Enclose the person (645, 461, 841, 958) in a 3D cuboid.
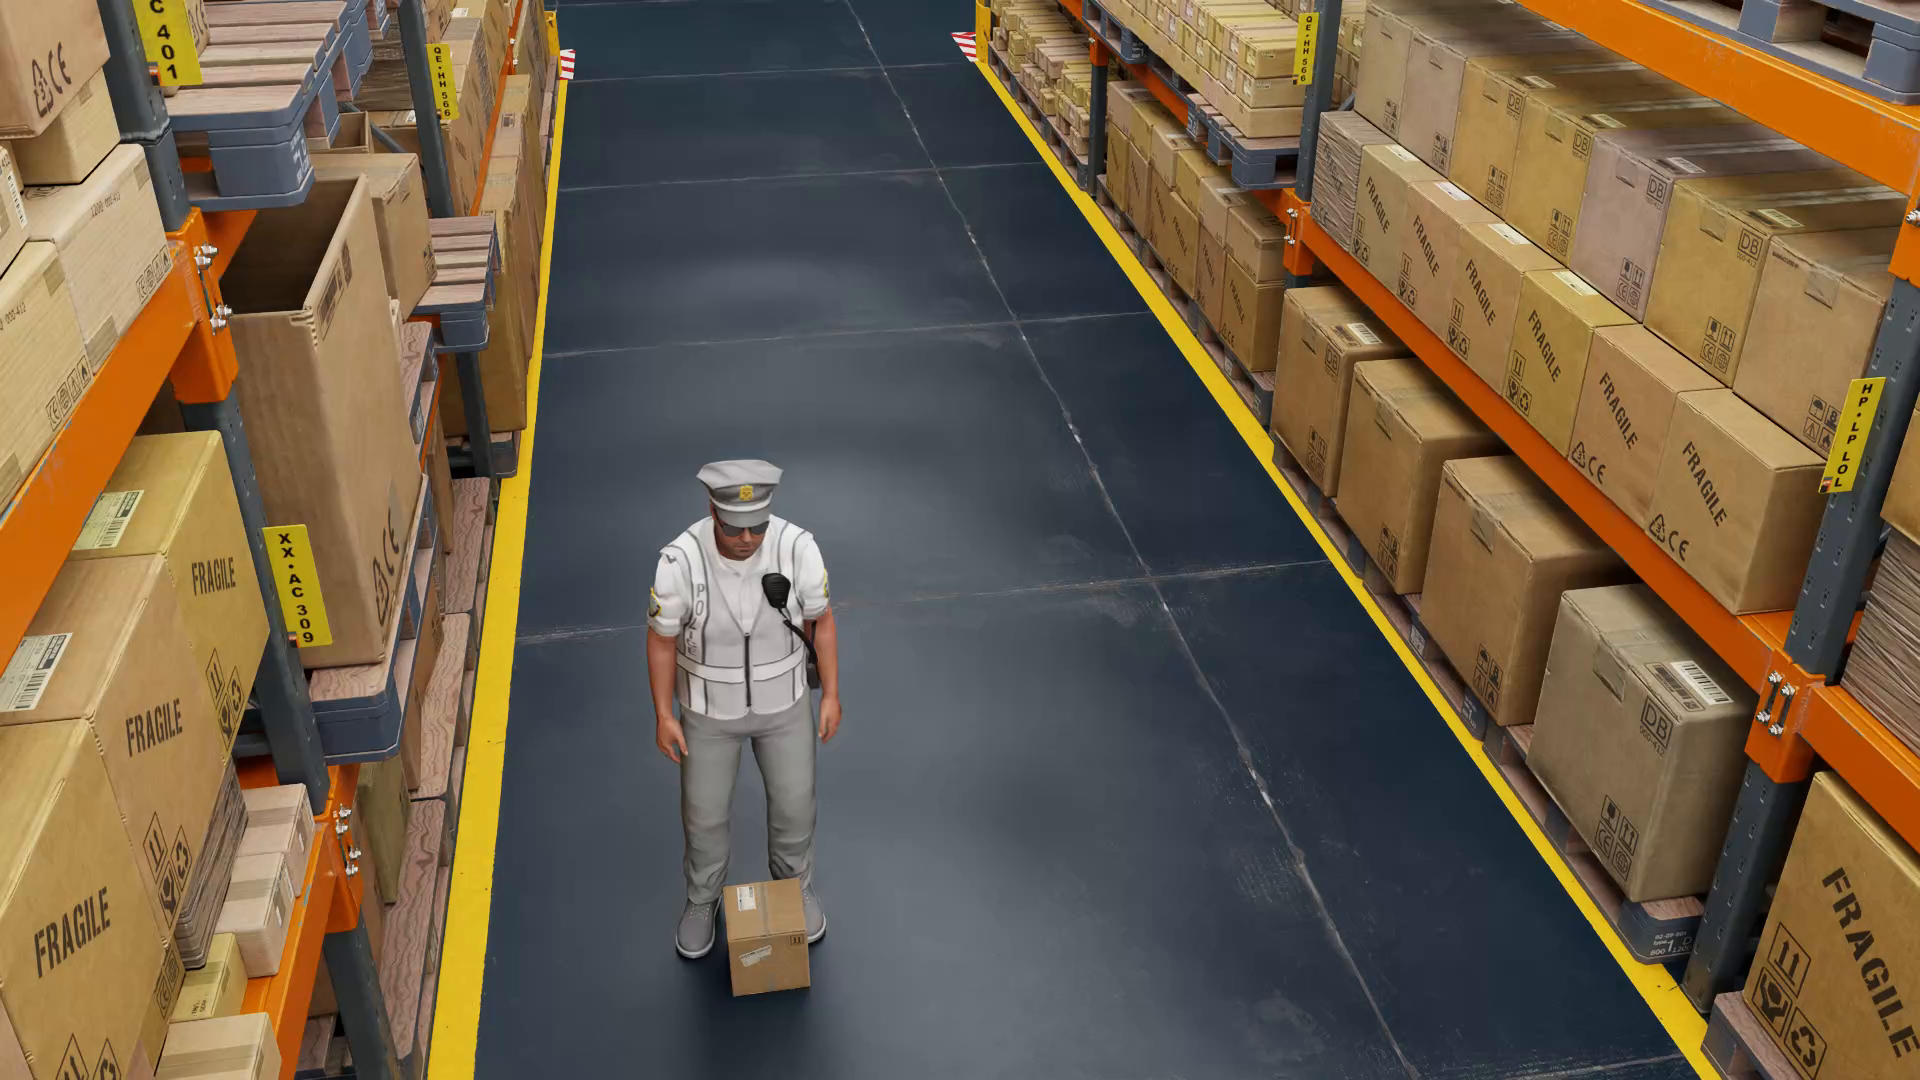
[{"bbox_3d":[-0.680,0.508,5.260,0.599,1.749,0.435,-6,31,-11],"label":"person"}]
